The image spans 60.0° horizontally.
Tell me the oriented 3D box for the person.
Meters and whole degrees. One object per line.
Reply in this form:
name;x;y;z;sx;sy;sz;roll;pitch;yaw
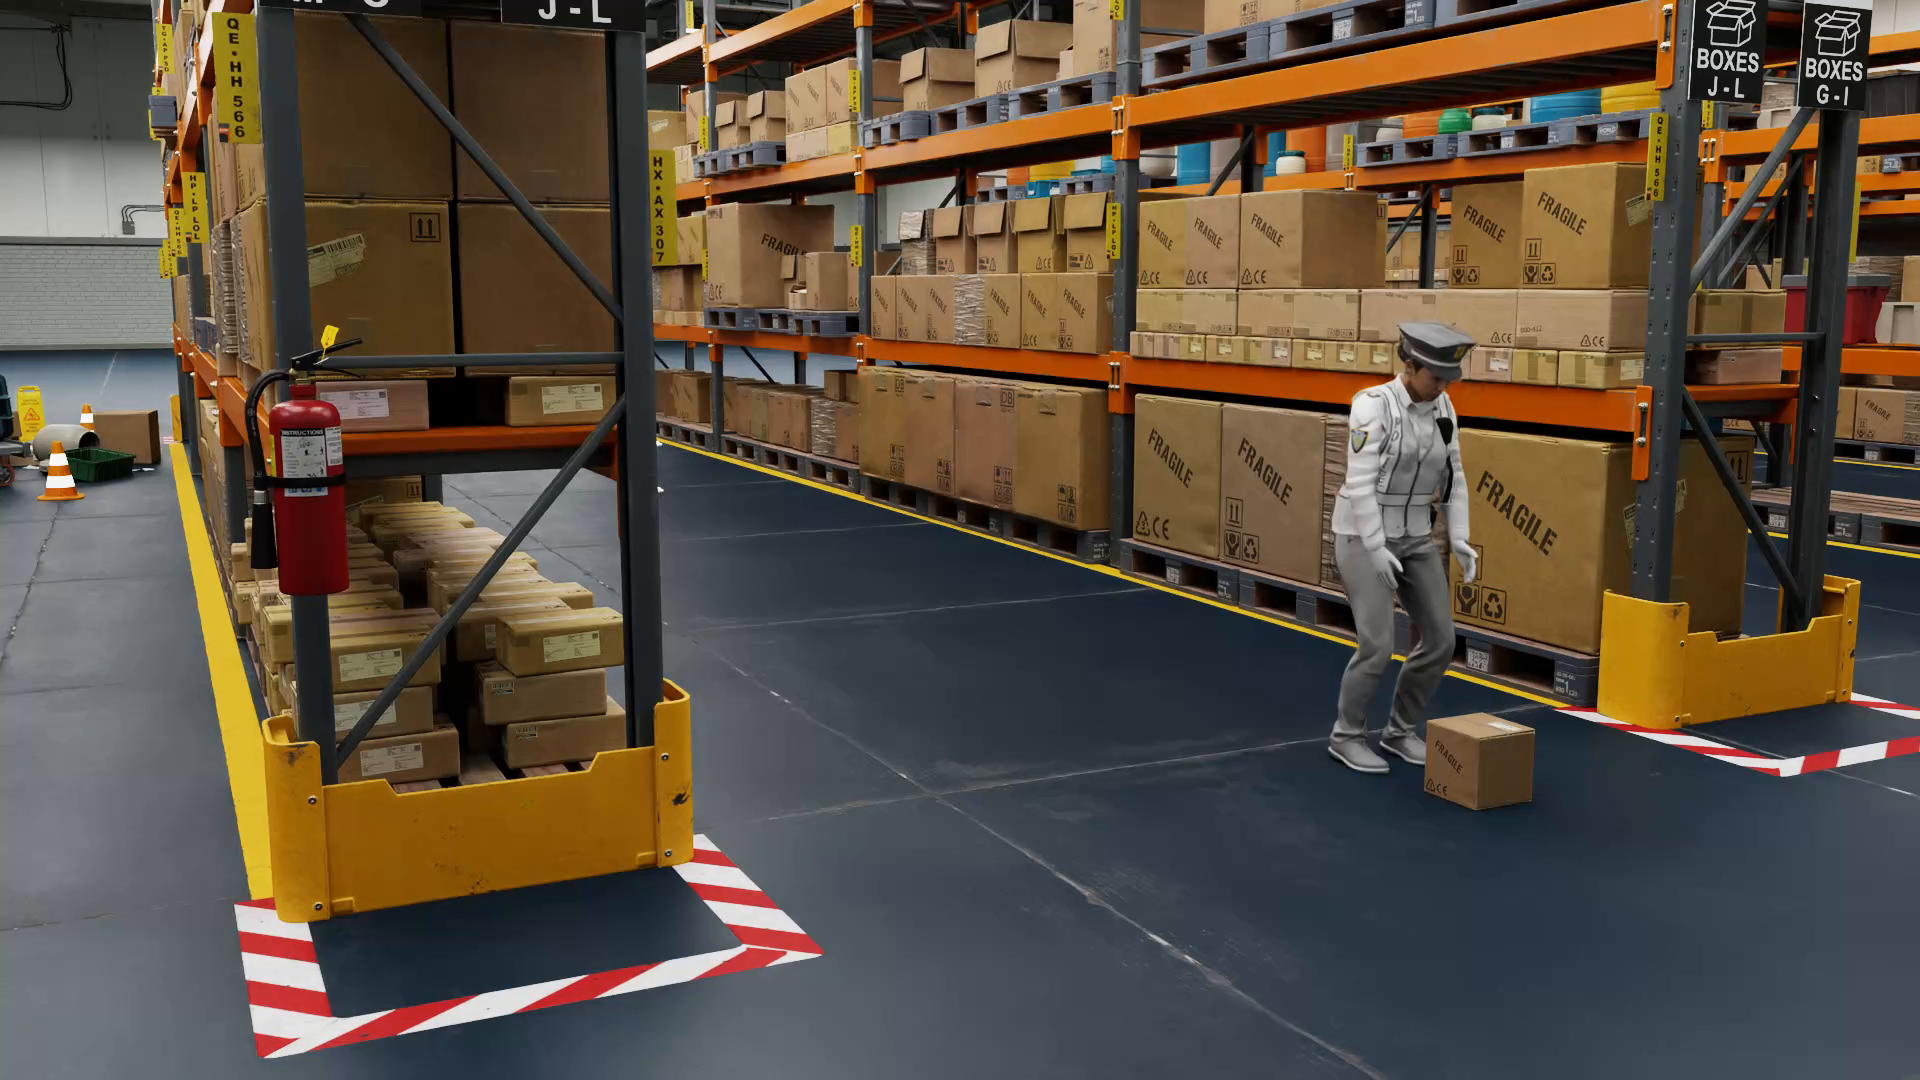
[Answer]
person;1.588;0.023;5.936;0.508;1.604;0.485;-4;9;-24
